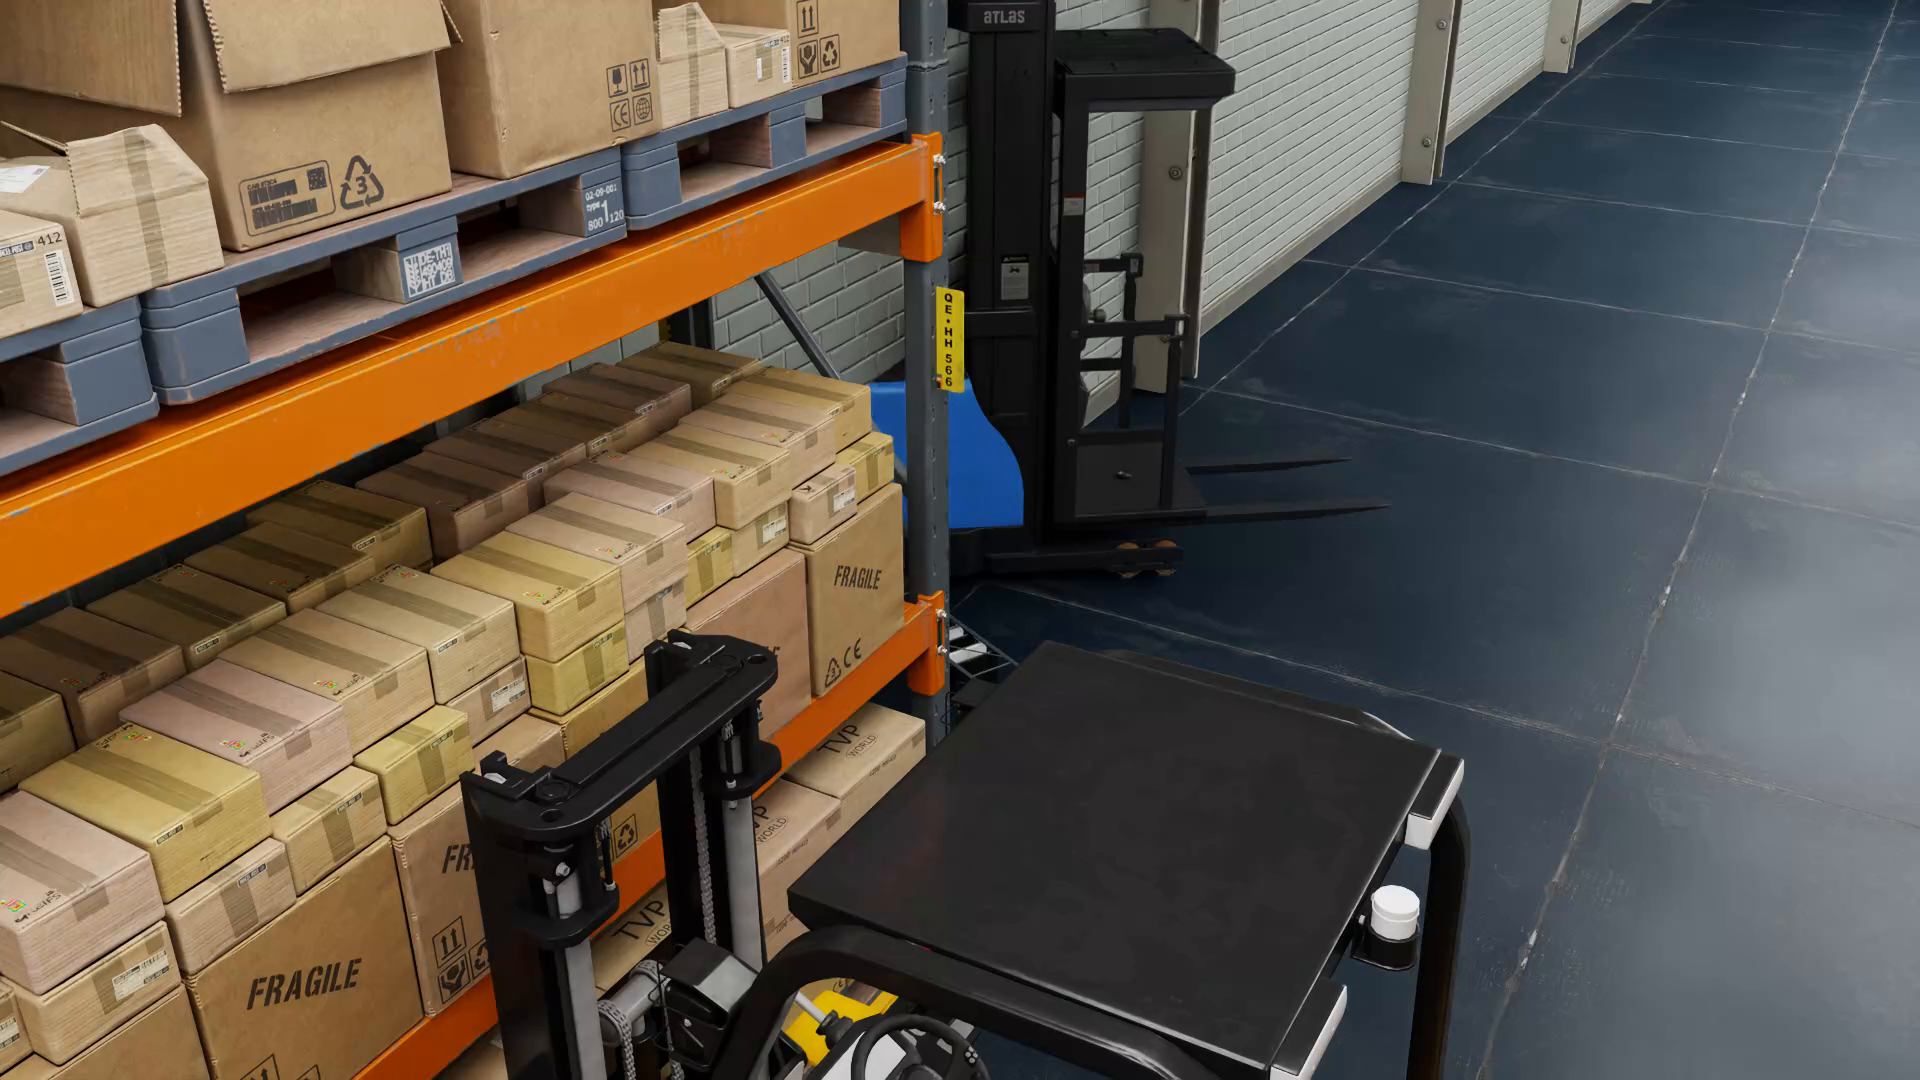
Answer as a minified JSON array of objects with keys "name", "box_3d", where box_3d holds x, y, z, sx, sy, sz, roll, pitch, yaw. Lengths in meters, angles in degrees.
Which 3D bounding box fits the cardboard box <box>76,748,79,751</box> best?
[{"name":"cardboard box","box_3d":[-1.901,0.431,3.701,0.380,0.149,0.250,14,30,26]}]

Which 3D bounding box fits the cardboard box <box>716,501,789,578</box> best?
[{"name":"cardboard box","box_3d":[-0.706,-0.051,4.665,0.380,0.149,0.250,15,30,27]}]

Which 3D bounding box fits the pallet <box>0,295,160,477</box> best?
[{"name":"pallet","box_3d":[-2.069,-0.188,2.523,1.003,0.211,1.213,14,30,26]}]

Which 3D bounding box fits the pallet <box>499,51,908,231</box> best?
[{"name":"pallet","box_3d":[-0.869,-1.139,4.422,1.003,0.211,1.213,14,30,26]}]

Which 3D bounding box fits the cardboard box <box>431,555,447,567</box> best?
[{"name":"cardboard box","box_3d":[-1.456,0.013,4.536,0.380,0.149,0.250,15,30,27]}]

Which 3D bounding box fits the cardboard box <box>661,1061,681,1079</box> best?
[{"name":"cardboard box","box_3d":[-0.958,1.369,4.709,0.500,0.250,0.500,13,30,25]}]

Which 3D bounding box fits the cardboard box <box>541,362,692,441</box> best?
[{"name":"cardboard box","box_3d":[-1.035,-0.401,5.032,0.380,0.149,0.250,15,30,28]}]

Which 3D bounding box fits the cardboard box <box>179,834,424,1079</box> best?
[{"name":"cardboard box","box_3d":[-1.531,0.887,3.515,0.500,0.500,0.500,14,30,26]}]

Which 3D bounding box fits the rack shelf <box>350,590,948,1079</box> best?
[{"name":"rack shelf","box_3d":[-1.482,0.994,4.217,1.077,0.370,4.000,14,30,26]}]

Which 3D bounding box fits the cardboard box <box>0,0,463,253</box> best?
[{"name":"cardboard box","box_3d":[-1.416,-0.904,3.158,0.797,0.503,0.637,15,30,28]}]

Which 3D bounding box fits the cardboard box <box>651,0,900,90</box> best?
[{"name":"cardboard box","box_3d":[-0.504,-1.499,4.351,0.500,0.500,0.500,15,30,28]}]

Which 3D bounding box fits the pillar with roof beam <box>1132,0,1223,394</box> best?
[{"name":"pillar with roof beam","box_3d":[5.074,-4.107,6.902,9.100,9.000,0.400,14,30,26]}]

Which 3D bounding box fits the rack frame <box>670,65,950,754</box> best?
[{"name":"rack frame","box_3d":[-0.499,-0.107,5.613,1.000,3.000,0.127,14,30,26]}]

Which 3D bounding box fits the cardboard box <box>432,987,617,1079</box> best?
[{"name":"cardboard box","box_3d":[-1.195,1.331,4.226,0.500,0.250,0.500,14,30,25]}]

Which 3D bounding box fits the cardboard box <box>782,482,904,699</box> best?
[{"name":"cardboard box","box_3d":[-0.512,0.098,5.092,0.500,0.500,0.500,13,30,25]}]

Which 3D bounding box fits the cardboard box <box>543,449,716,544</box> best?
[{"name":"cardboard box","box_3d":[-0.878,-0.097,4.425,0.380,0.149,0.250,14,30,26]}]

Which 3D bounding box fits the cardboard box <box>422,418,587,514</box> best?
[{"name":"cardboard box","box_3d":[-1.260,-0.197,4.625,0.380,0.149,0.250,14,30,26]}]

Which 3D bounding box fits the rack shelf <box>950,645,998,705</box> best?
[{"name":"rack shelf","box_3d":[0.051,0.592,7.329,0.258,0.200,0.077,-17,32,-31]}]

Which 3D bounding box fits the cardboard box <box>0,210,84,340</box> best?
[{"name":"cardboard box","box_3d":[-1.603,-0.417,2.581,0.380,0.149,0.250,15,30,28]}]

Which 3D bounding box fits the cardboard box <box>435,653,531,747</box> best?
[{"name":"cardboard box","box_3d":[-1.236,0.338,3.888,0.380,0.149,0.250,14,30,26]}]

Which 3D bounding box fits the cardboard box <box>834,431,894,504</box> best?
[{"name":"cardboard box","box_3d":[-0.425,-0.245,5.052,0.380,0.149,0.250,15,30,27]}]

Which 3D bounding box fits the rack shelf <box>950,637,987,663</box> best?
[{"name":"rack shelf","box_3d":[-0.001,0.558,7.395,0.258,0.200,0.077,-17,32,-31]}]

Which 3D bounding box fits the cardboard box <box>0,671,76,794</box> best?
[{"name":"cardboard box","box_3d":[-2.081,0.390,3.451,0.380,0.149,0.250,14,30,25]}]

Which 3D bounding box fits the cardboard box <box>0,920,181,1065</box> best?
[{"name":"cardboard box","box_3d":[-1.665,0.762,3.041,0.380,0.149,0.250,15,30,27]}]

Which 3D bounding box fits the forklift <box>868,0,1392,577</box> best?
[{"name":"forklift","box_3d":[0.698,-1.359,8.190,3.031,2.935,1.130,-3,27,-6]}]

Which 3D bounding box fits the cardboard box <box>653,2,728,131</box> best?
[{"name":"cardboard box","box_3d":[-0.767,-1.132,3.879,0.396,0.266,0.258,14,30,26]}]

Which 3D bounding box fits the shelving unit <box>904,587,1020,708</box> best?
[{"name":"shelving unit","box_3d":[-0.084,0.503,7.502,0.258,0.210,0.900,-17,32,-31]}]

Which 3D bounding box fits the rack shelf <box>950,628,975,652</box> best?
[{"name":"rack shelf","box_3d":[-0.052,0.524,7.461,0.258,0.200,0.077,-17,32,-31]}]

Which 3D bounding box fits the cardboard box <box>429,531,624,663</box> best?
[{"name":"cardboard box","box_3d":[-1.032,0.131,3.970,0.380,0.149,0.250,15,30,27]}]

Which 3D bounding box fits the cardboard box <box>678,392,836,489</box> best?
[{"name":"cardboard box","box_3d":[-0.586,-0.286,4.802,0.380,0.149,0.250,14,30,26]}]

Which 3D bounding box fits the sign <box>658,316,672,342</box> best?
[{"name":"sign","box_3d":[-0.979,-0.654,5.650,0.100,0.325,0.005,14,30,26]}]

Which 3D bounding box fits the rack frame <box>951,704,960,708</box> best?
[{"name":"rack frame","box_3d":[-0.085,0.594,7.548,0.240,0.006,0.900,-17,32,-31]}]

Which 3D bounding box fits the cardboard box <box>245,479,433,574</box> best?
[{"name":"cardboard box","box_3d":[-1.583,-0.009,4.247,0.380,0.149,0.250,13,30,25]}]

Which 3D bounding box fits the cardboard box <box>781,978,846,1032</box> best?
[{"name":"cardboard box","box_3d":[-0.708,1.379,5.247,0.500,0.250,0.500,14,30,26]}]

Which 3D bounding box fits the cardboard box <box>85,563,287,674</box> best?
[{"name":"cardboard box","box_3d":[-1.762,0.209,3.812,0.380,0.149,0.250,15,30,28]}]

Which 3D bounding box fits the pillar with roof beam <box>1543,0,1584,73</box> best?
[{"name":"pillar with roof beam","box_3d":[10.977,-8.784,16.244,9.100,9.000,0.400,14,30,26]}]

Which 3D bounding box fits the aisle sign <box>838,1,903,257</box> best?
[{"name":"aisle sign","box_3d":[-0.211,-1.231,4.953,0.394,0.787,0.004,14,30,26]}]

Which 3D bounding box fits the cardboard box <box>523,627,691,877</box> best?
[{"name":"cardboard box","box_3d":[-1.027,0.498,4.293,0.500,0.500,0.500,14,30,25]}]

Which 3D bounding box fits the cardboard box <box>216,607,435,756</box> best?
[{"name":"cardboard box","box_3d":[-1.379,0.305,3.622,0.380,0.149,0.250,14,30,26]}]

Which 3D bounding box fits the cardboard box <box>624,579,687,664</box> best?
[{"name":"cardboard box","box_3d":[-0.928,0.157,4.249,0.380,0.149,0.250,13,29,24]}]

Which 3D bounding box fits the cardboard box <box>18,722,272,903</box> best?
[{"name":"cardboard box","box_3d":[-1.563,0.517,3.197,0.380,0.149,0.250,14,30,25]}]

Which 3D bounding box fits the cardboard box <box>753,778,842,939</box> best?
[{"name":"cardboard box","box_3d":[-0.700,0.936,5.015,0.500,0.250,0.500,15,30,27]}]

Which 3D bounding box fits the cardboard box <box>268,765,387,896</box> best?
[{"name":"cardboard box","box_3d":[-1.426,0.558,3.448,0.380,0.149,0.250,13,29,24]}]
